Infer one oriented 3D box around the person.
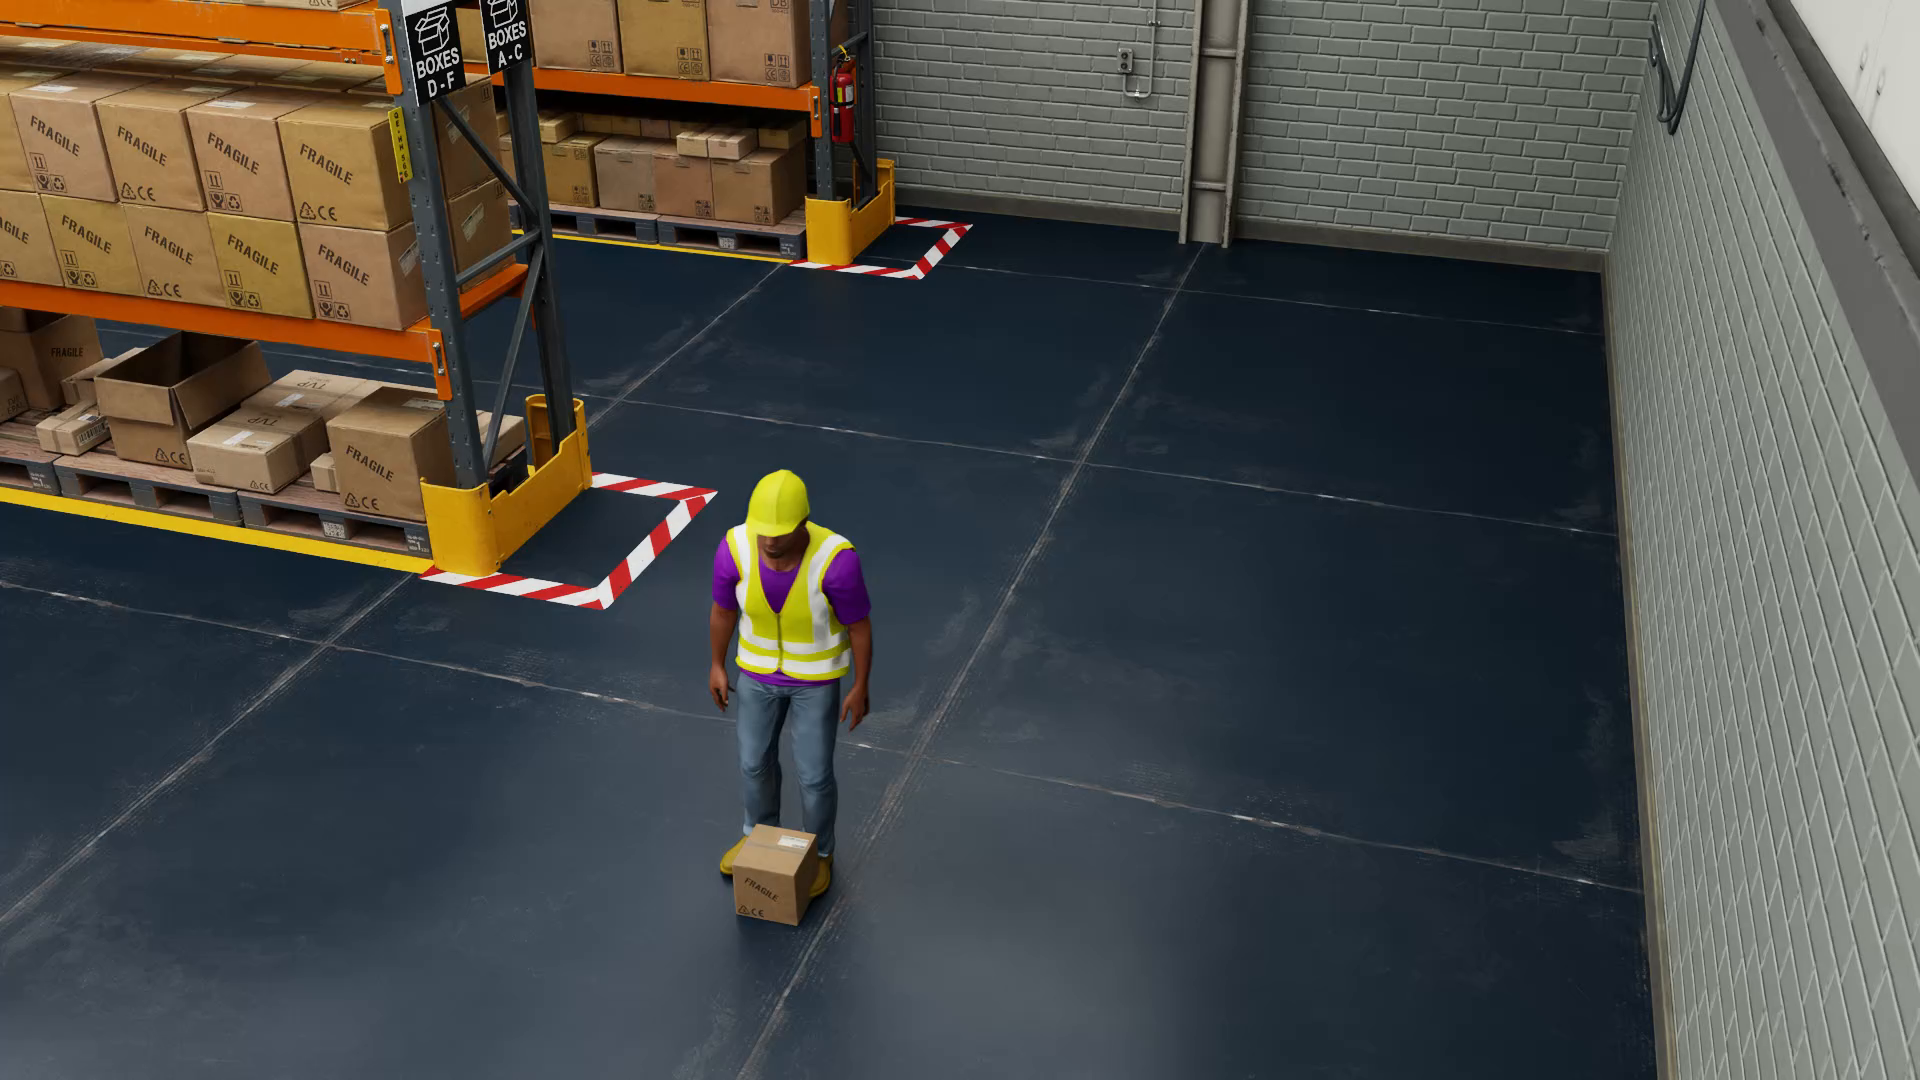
[{"bbox_3d":[-0.637,0.511,6.188,0.629,1.759,0.461,7,30,12],"label":"person"}]
